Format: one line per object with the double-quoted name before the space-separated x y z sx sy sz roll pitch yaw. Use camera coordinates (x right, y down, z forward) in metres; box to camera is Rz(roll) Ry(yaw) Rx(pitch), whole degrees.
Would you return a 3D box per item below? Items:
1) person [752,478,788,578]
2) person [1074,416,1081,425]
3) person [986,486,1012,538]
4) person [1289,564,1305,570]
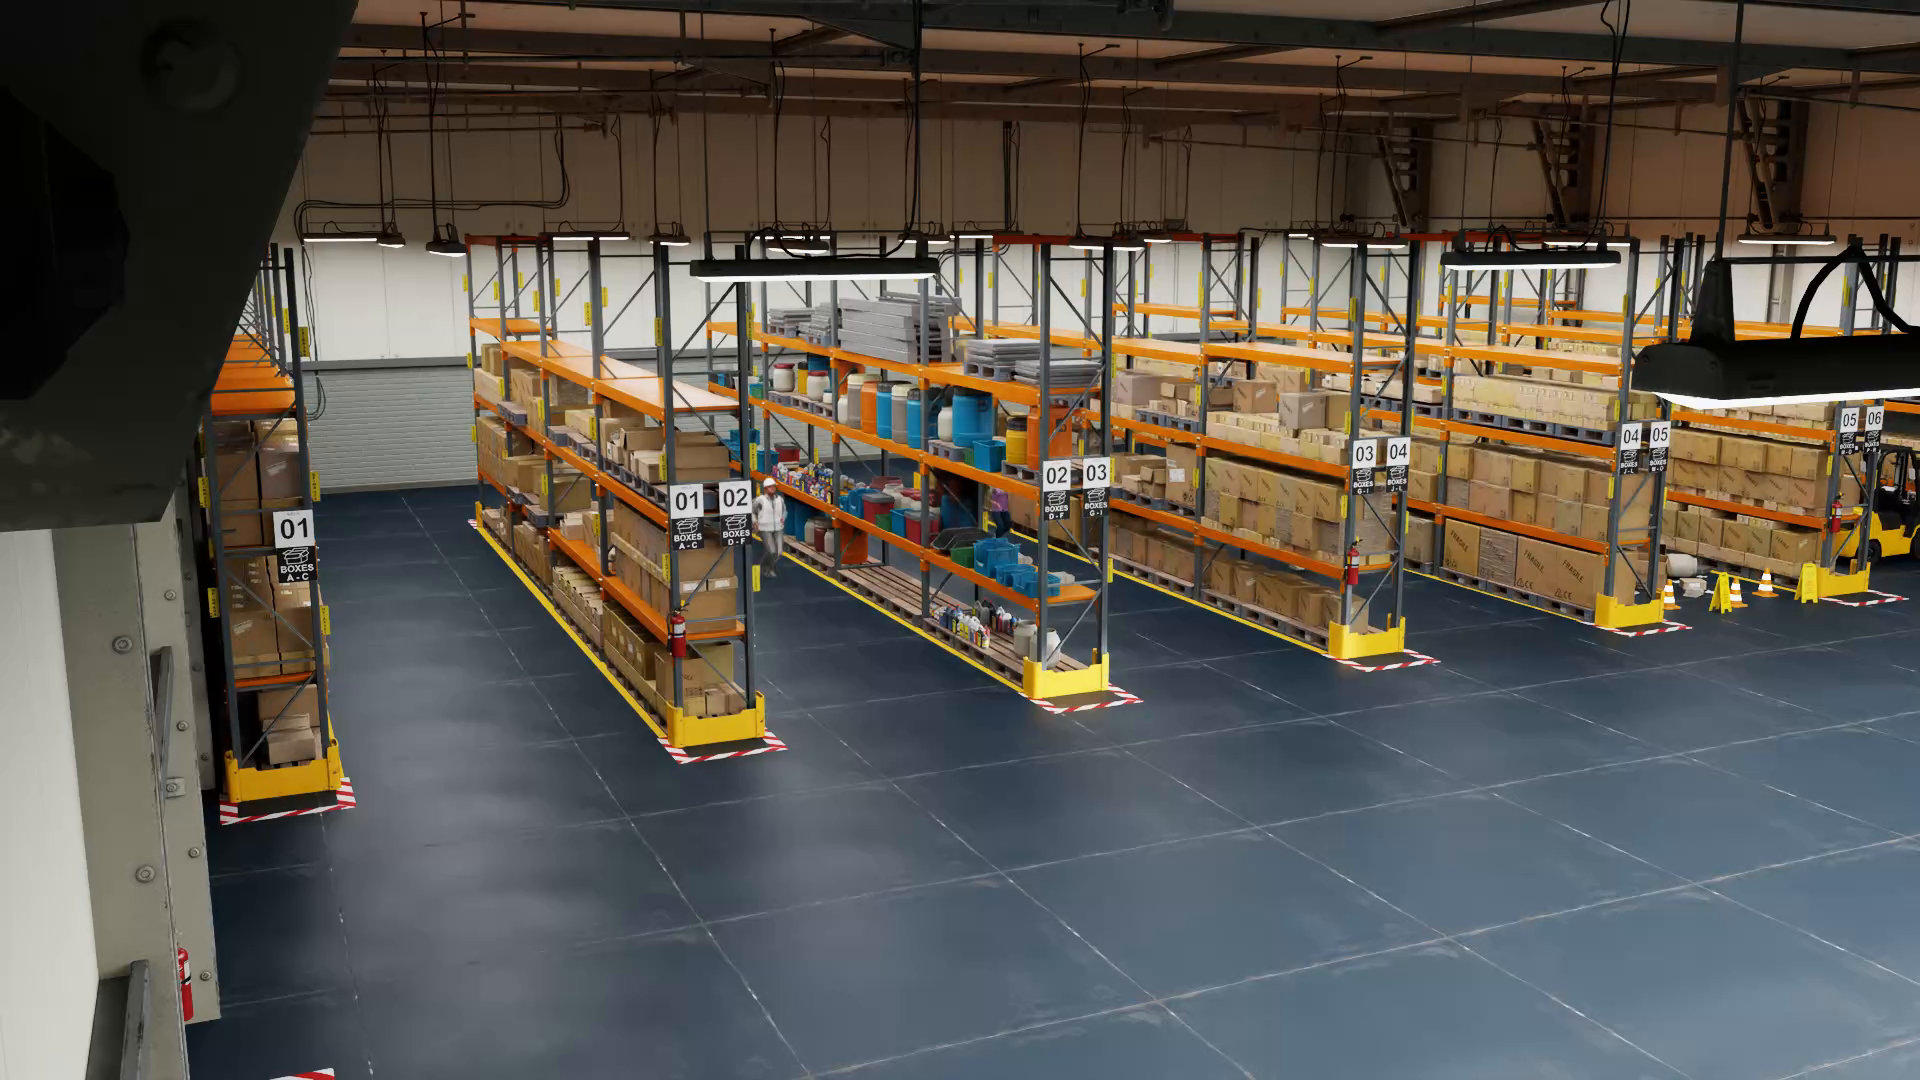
"person" -3.186 -0.183 28.145 0.658 1.725 0.545 -6 13 -30
"person" 2.785 -2.256 40.584 0.605 1.582 0.529 1 11 5
"person" 0.765 -0.563 31.948 0.532 1.550 0.559 -6 12 -28
"person" 6.230 -0.295 30.035 0.697 1.741 0.639 -7 13 -31
